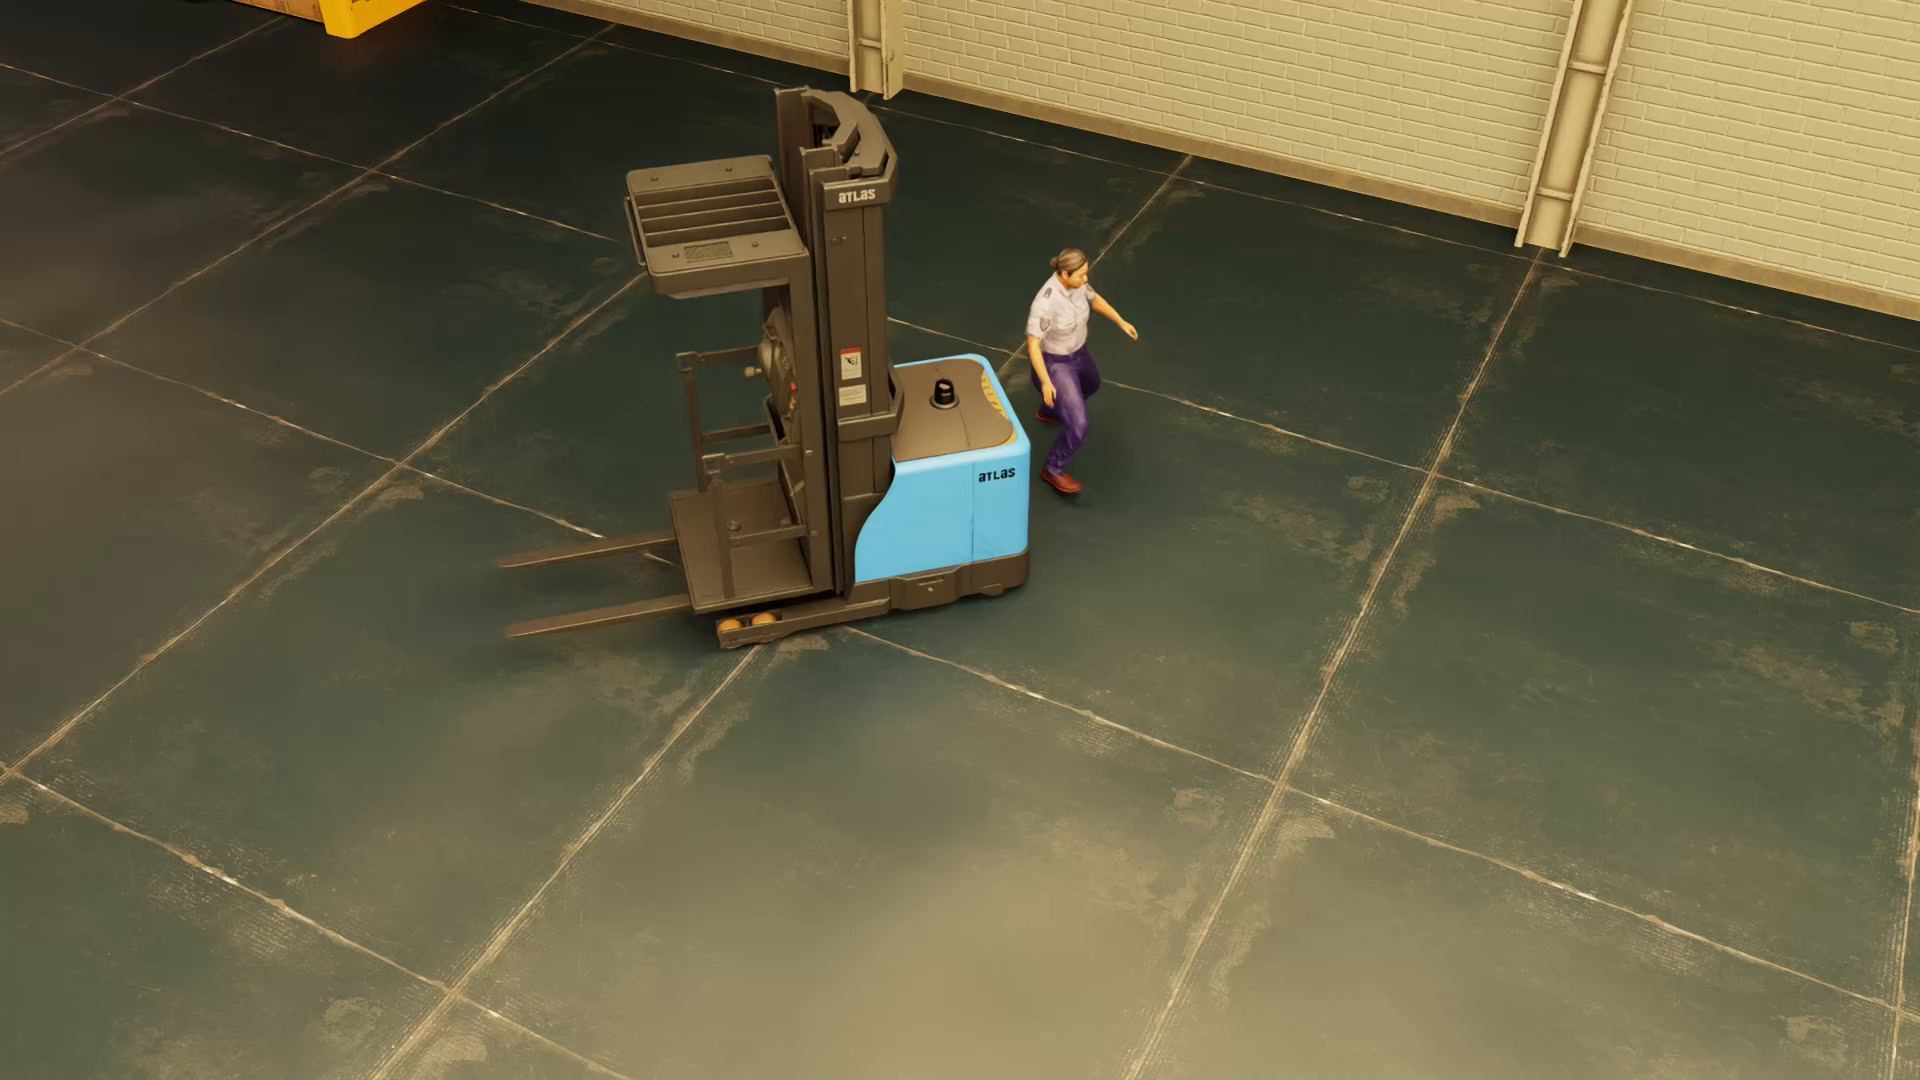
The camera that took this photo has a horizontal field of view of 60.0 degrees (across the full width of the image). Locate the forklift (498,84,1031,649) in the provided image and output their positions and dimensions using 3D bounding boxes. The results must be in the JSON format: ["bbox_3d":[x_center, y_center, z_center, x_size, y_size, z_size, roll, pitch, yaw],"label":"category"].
[{"bbox_3d":[-1.166,-0.879,9.030,3.031,2.935,1.130,-10,41,-12],"label":"forklift"}]

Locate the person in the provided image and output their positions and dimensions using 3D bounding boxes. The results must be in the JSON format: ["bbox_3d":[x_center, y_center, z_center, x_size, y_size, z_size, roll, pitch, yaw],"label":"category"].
[{"bbox_3d":[0.687,-1.157,10.493,0.700,1.530,0.913,23,45,25],"label":"person"}]
